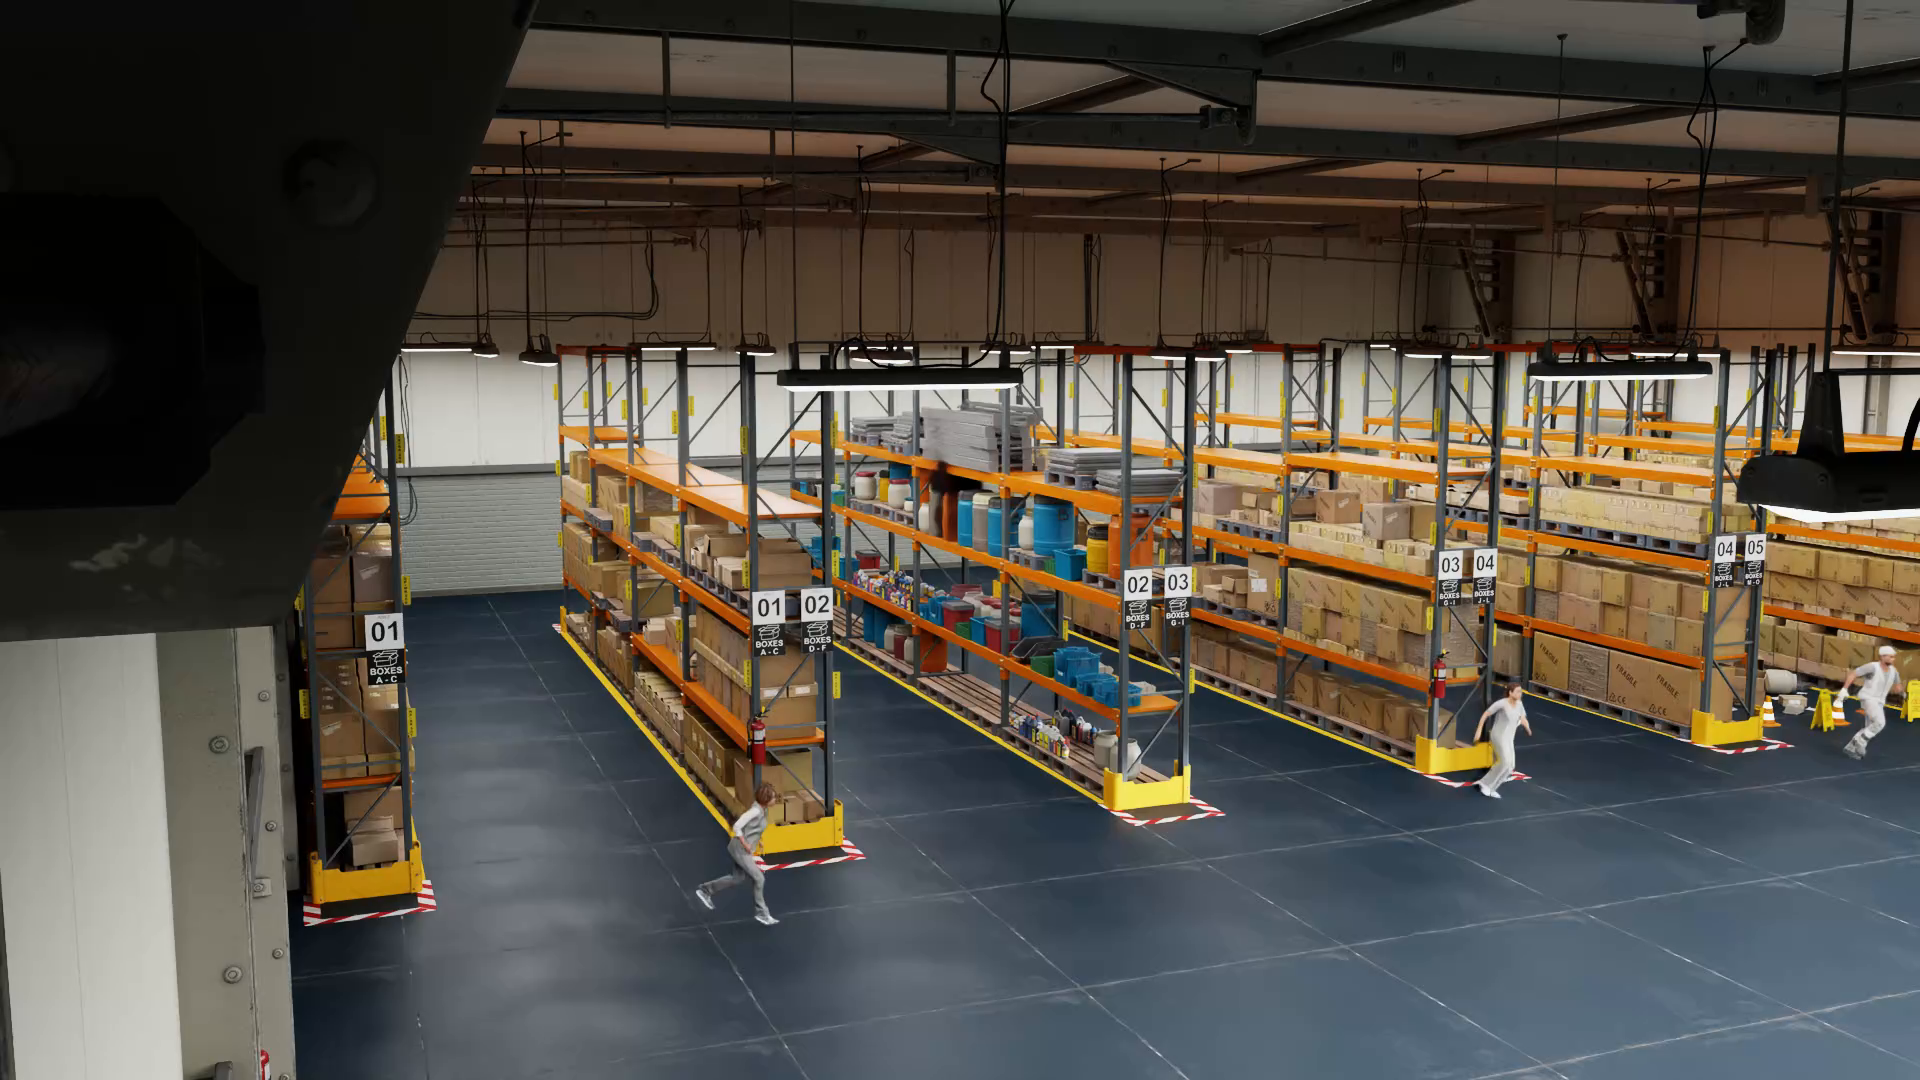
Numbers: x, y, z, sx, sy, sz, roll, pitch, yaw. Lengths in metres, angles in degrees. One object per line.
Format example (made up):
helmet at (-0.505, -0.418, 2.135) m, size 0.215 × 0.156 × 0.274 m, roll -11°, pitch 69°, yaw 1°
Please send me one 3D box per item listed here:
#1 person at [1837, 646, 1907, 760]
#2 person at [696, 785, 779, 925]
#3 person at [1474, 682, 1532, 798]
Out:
person at (13.512, 2.401, 24.501) m, size 0.846 × 1.692 × 0.714 m, roll -4°, pitch 8°, yaw -26°
person at (-2.390, 3.358, 17.684) m, size 0.898 × 1.550 × 0.561 m, roll 1°, pitch 7°, yaw 11°
person at (7.408, 2.722, 22.520) m, size 0.758 × 1.598 × 0.585 m, roll -5°, pitch 9°, yaw -35°
